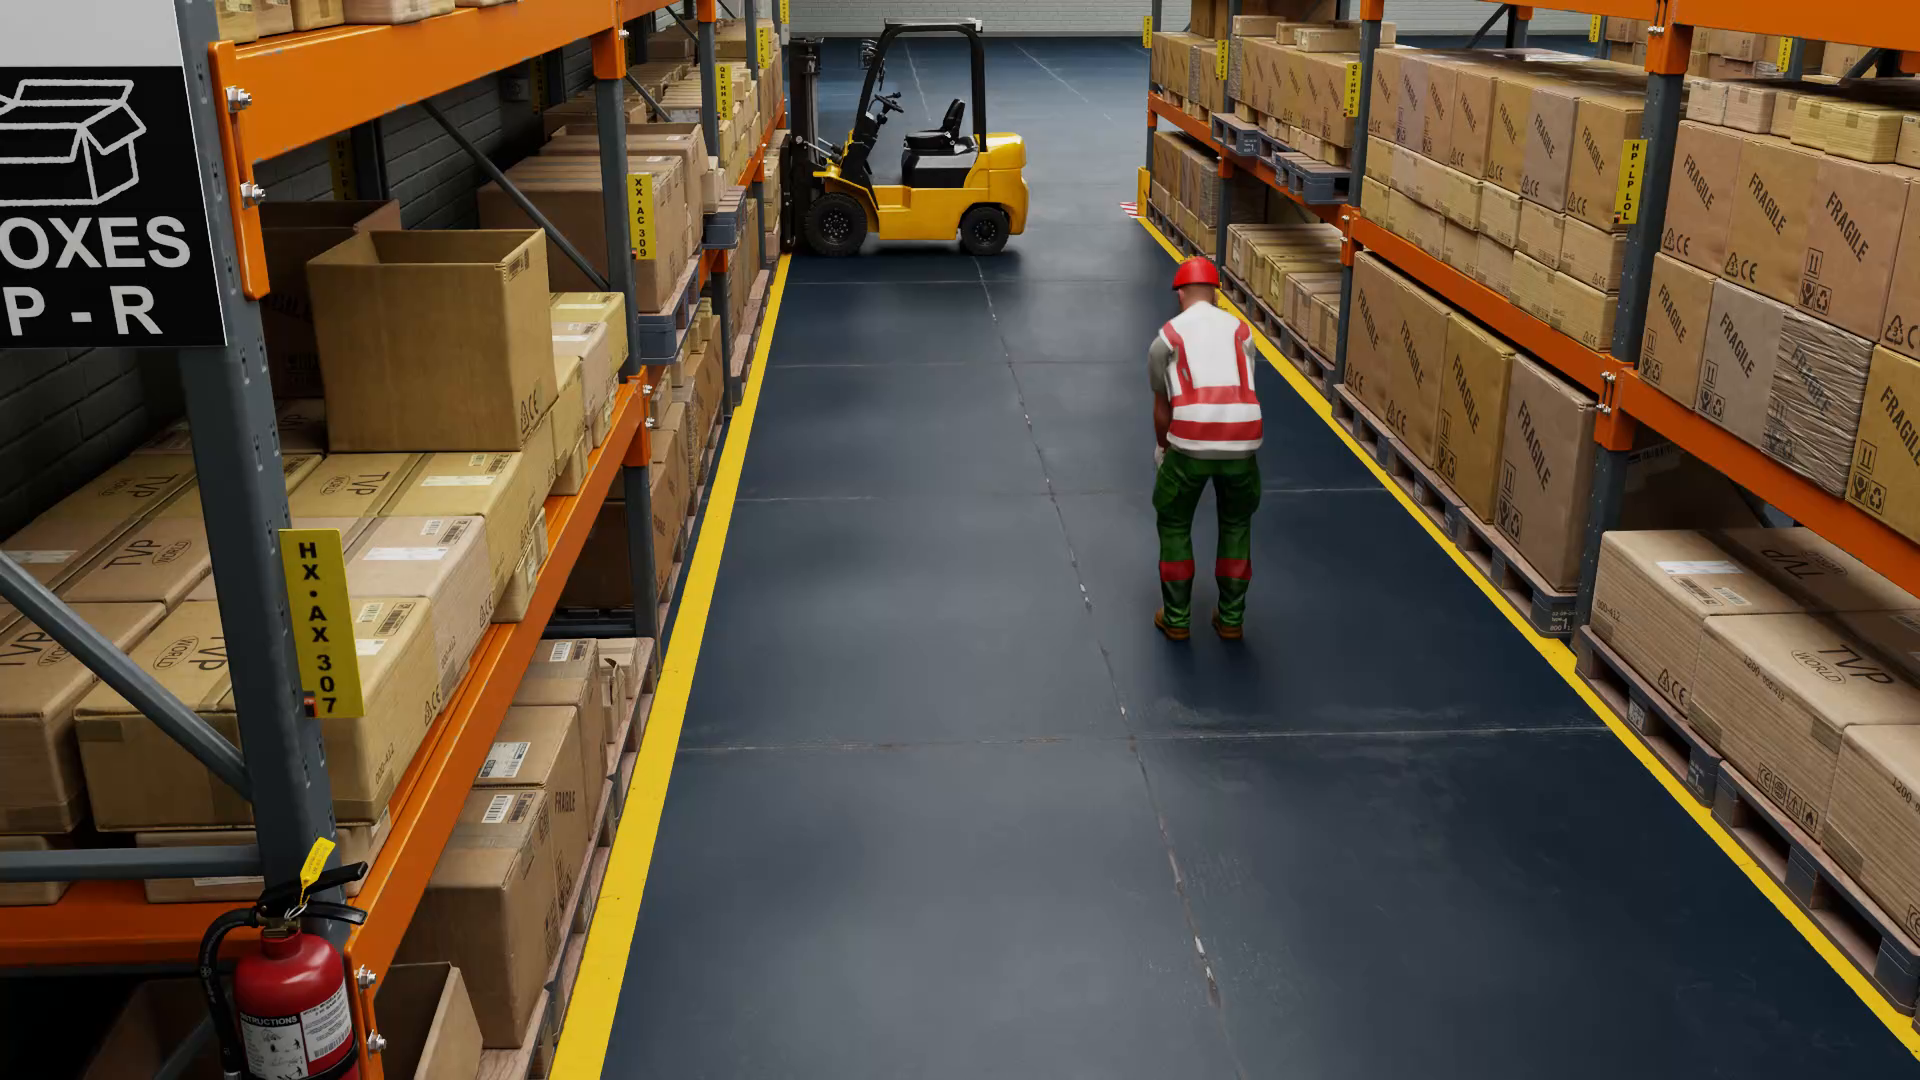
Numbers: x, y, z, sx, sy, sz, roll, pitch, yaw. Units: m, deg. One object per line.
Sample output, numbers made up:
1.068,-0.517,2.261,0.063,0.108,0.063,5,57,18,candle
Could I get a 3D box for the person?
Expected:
1.072,-0.408,7.381,0.490,1.627,0.740,-2,20,-4,person
